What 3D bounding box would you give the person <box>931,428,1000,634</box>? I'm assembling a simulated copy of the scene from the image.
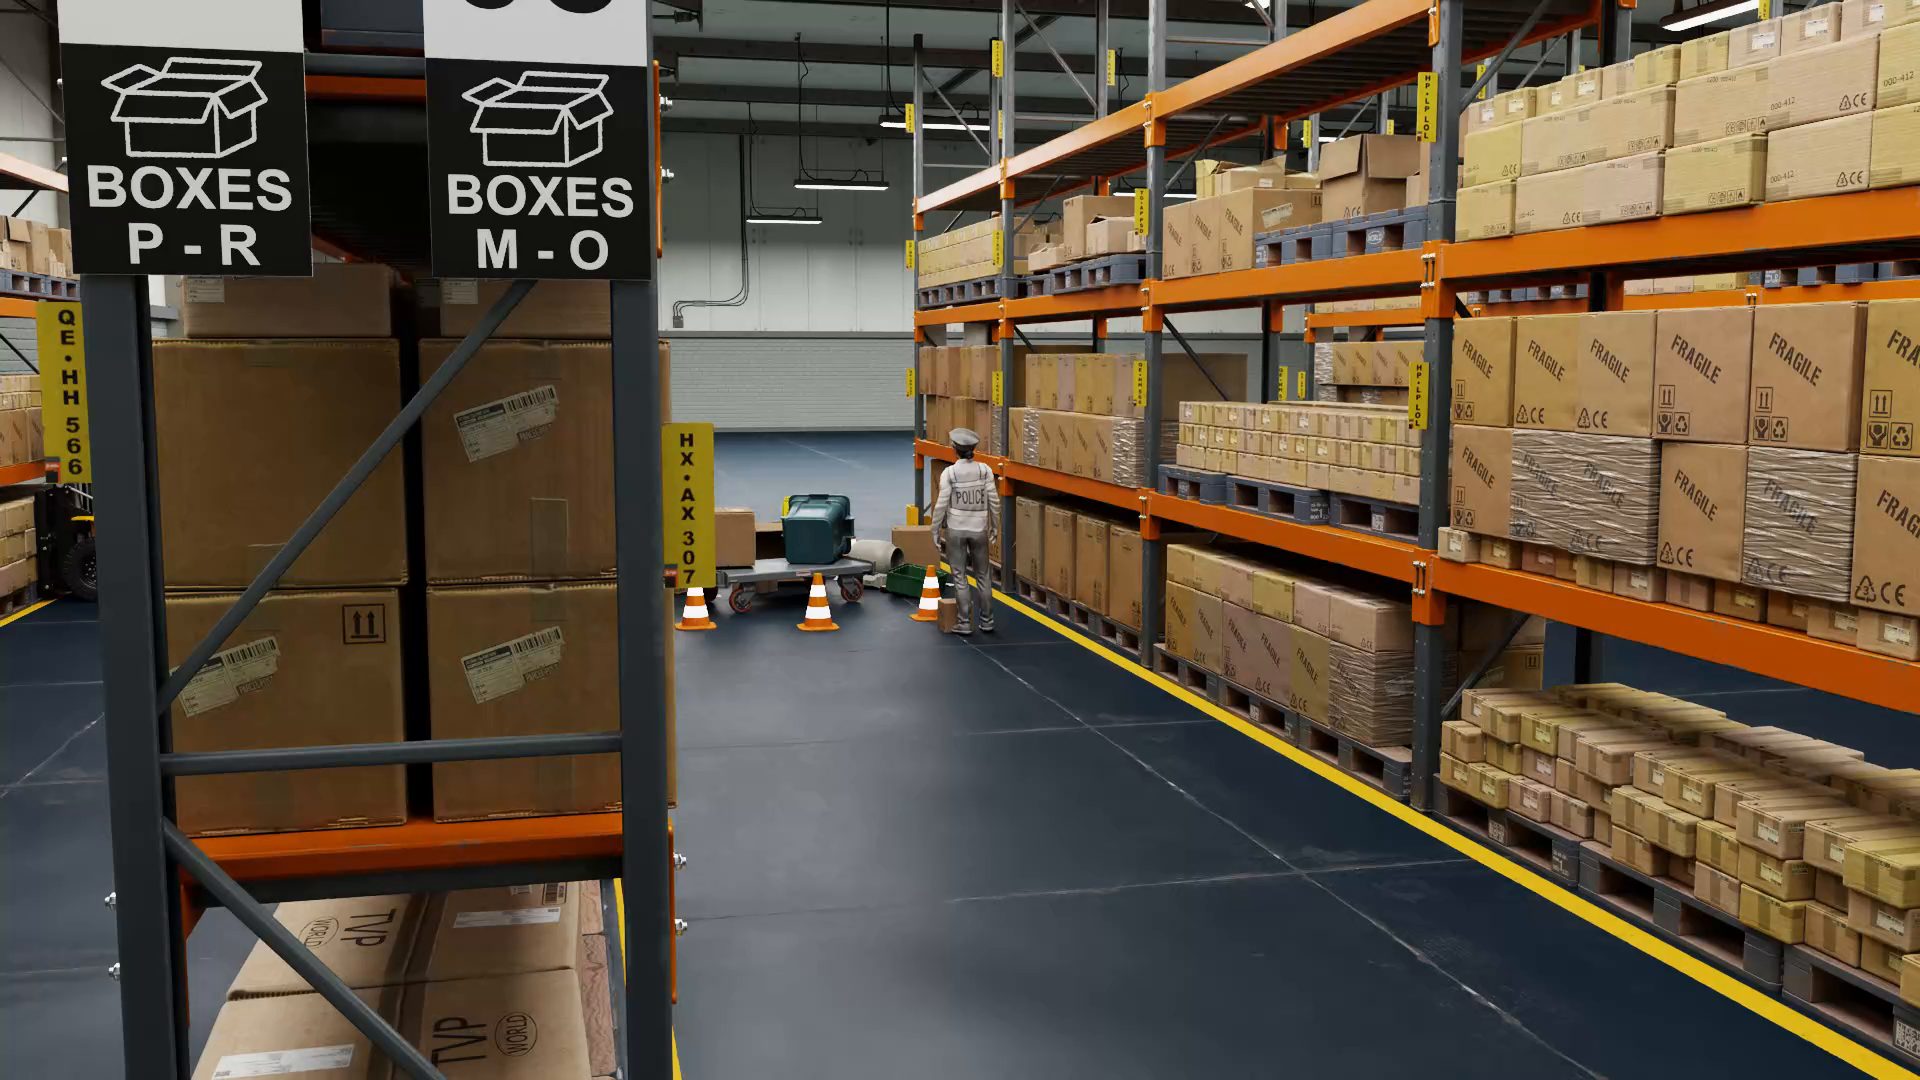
[{"bbox_3d":[0.038,-0.074,13.625,0.587,1.694,0.529,-2,6,-14],"label":"person"}]
